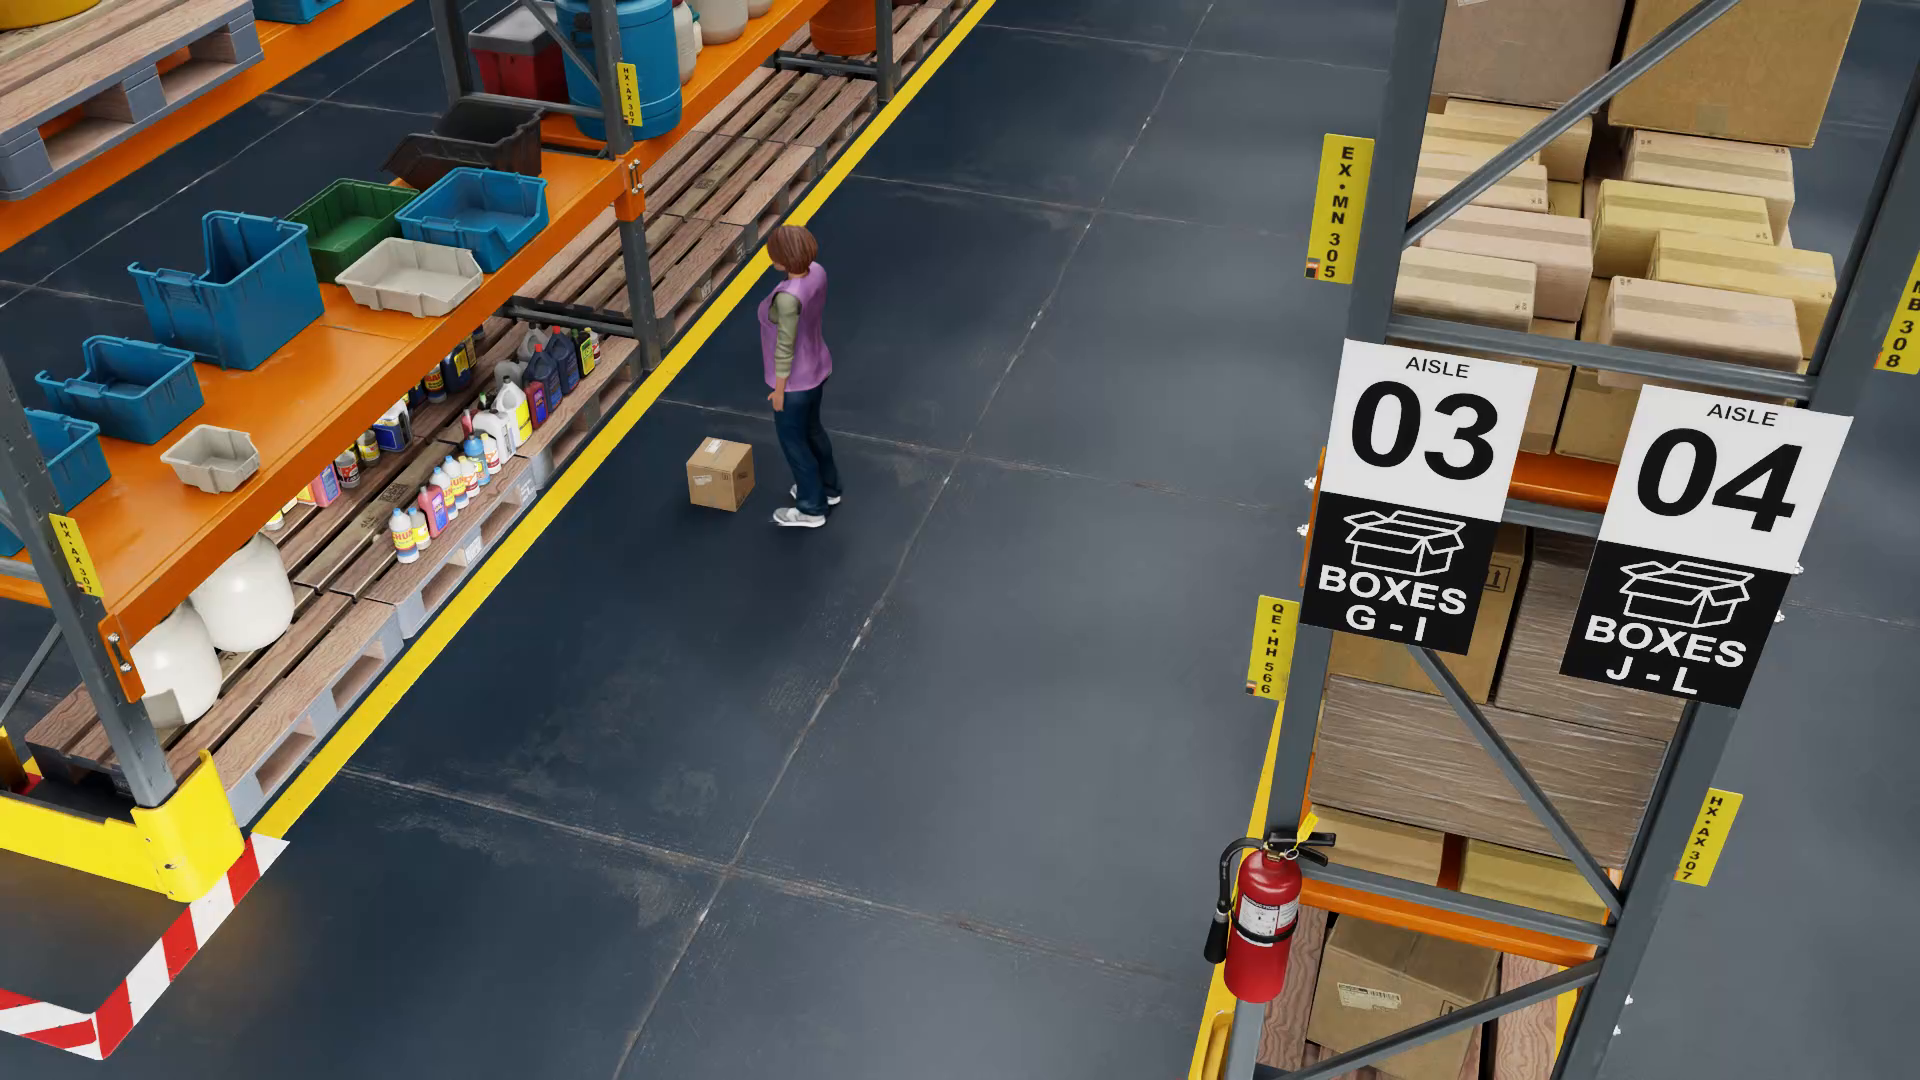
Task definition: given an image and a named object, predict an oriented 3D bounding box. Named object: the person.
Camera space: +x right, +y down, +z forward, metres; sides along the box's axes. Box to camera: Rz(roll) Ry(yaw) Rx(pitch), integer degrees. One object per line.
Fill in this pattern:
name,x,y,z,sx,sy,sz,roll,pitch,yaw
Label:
person,-0.772,-0.769,7.901,0.281,1.598,0.405,12,39,15
